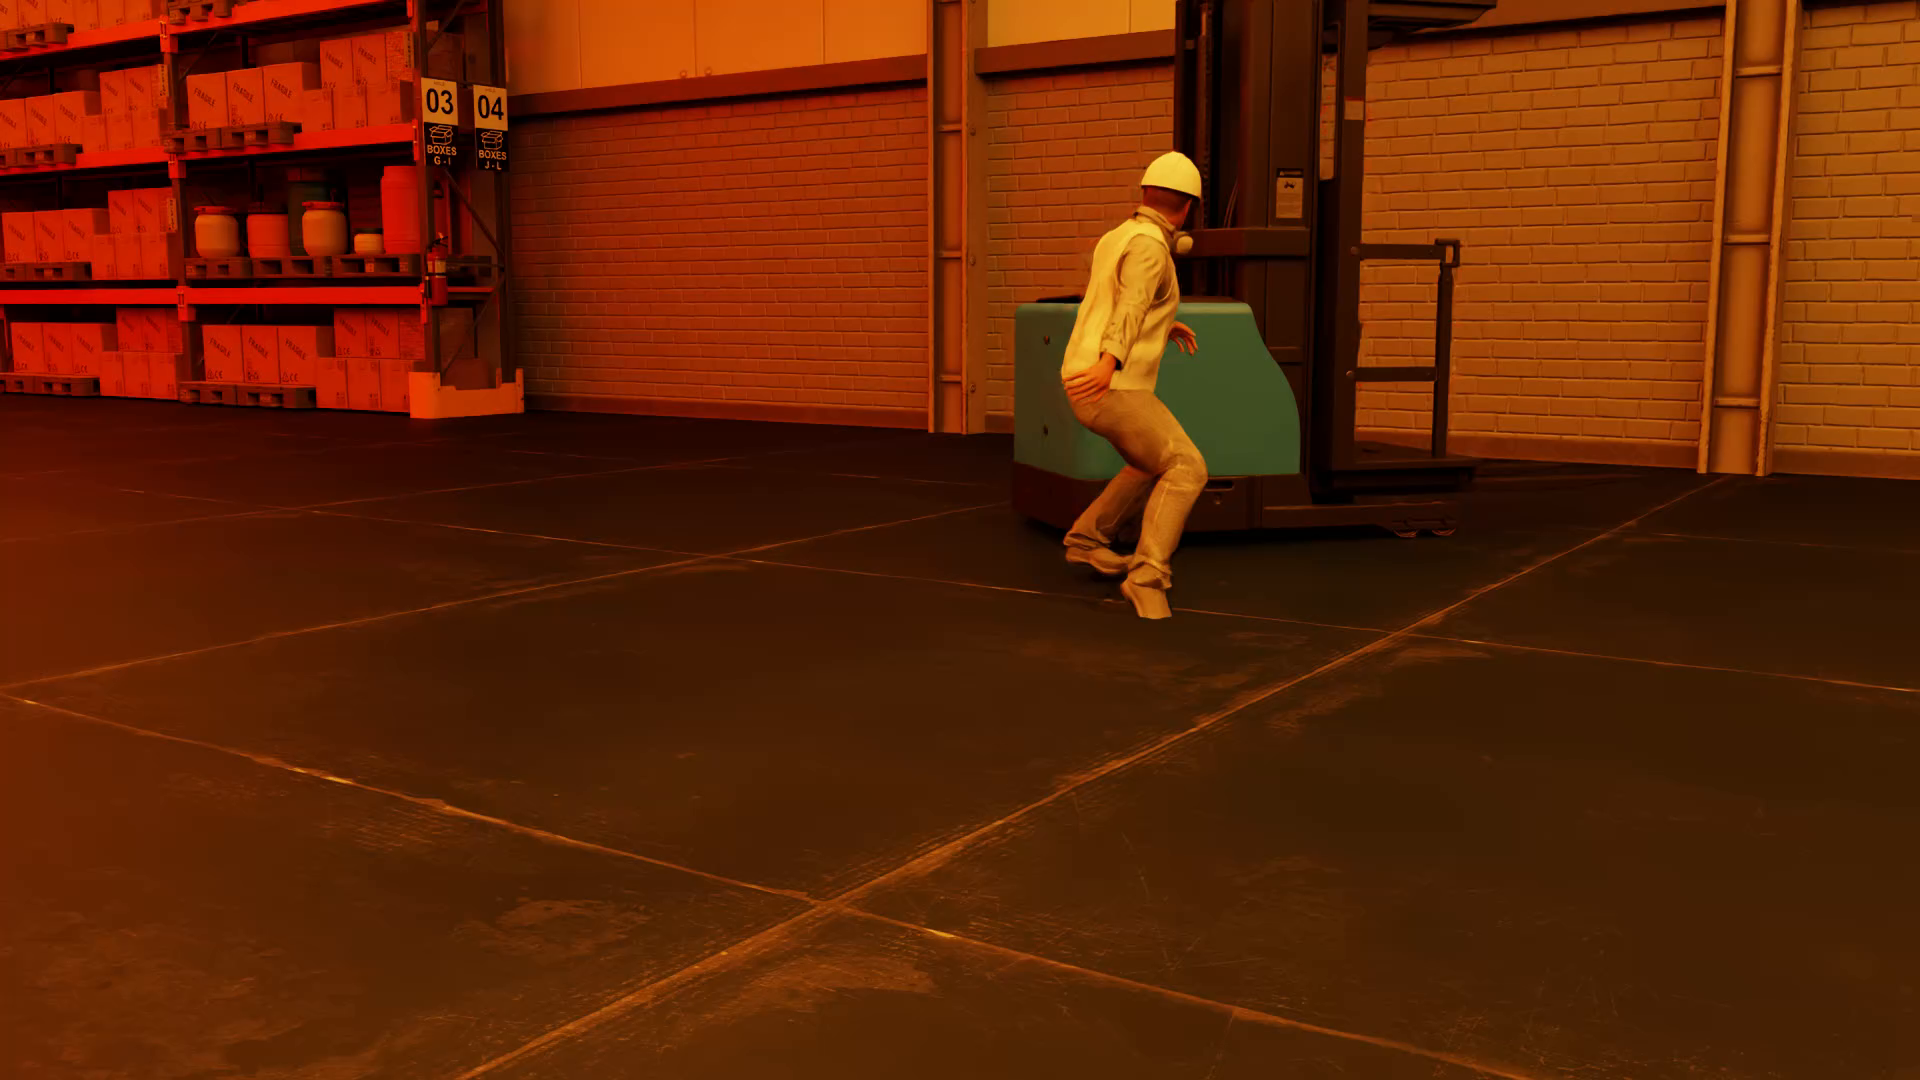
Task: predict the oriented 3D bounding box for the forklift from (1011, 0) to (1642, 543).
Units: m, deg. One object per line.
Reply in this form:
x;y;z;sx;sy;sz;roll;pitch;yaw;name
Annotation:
1.826;-1.529;7.944;3.031;2.935;1.130;-2;8;-16;forklift

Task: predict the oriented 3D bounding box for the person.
0.636;-0.535;6.036;0.572;1.718;1.023;0;8;1;person
